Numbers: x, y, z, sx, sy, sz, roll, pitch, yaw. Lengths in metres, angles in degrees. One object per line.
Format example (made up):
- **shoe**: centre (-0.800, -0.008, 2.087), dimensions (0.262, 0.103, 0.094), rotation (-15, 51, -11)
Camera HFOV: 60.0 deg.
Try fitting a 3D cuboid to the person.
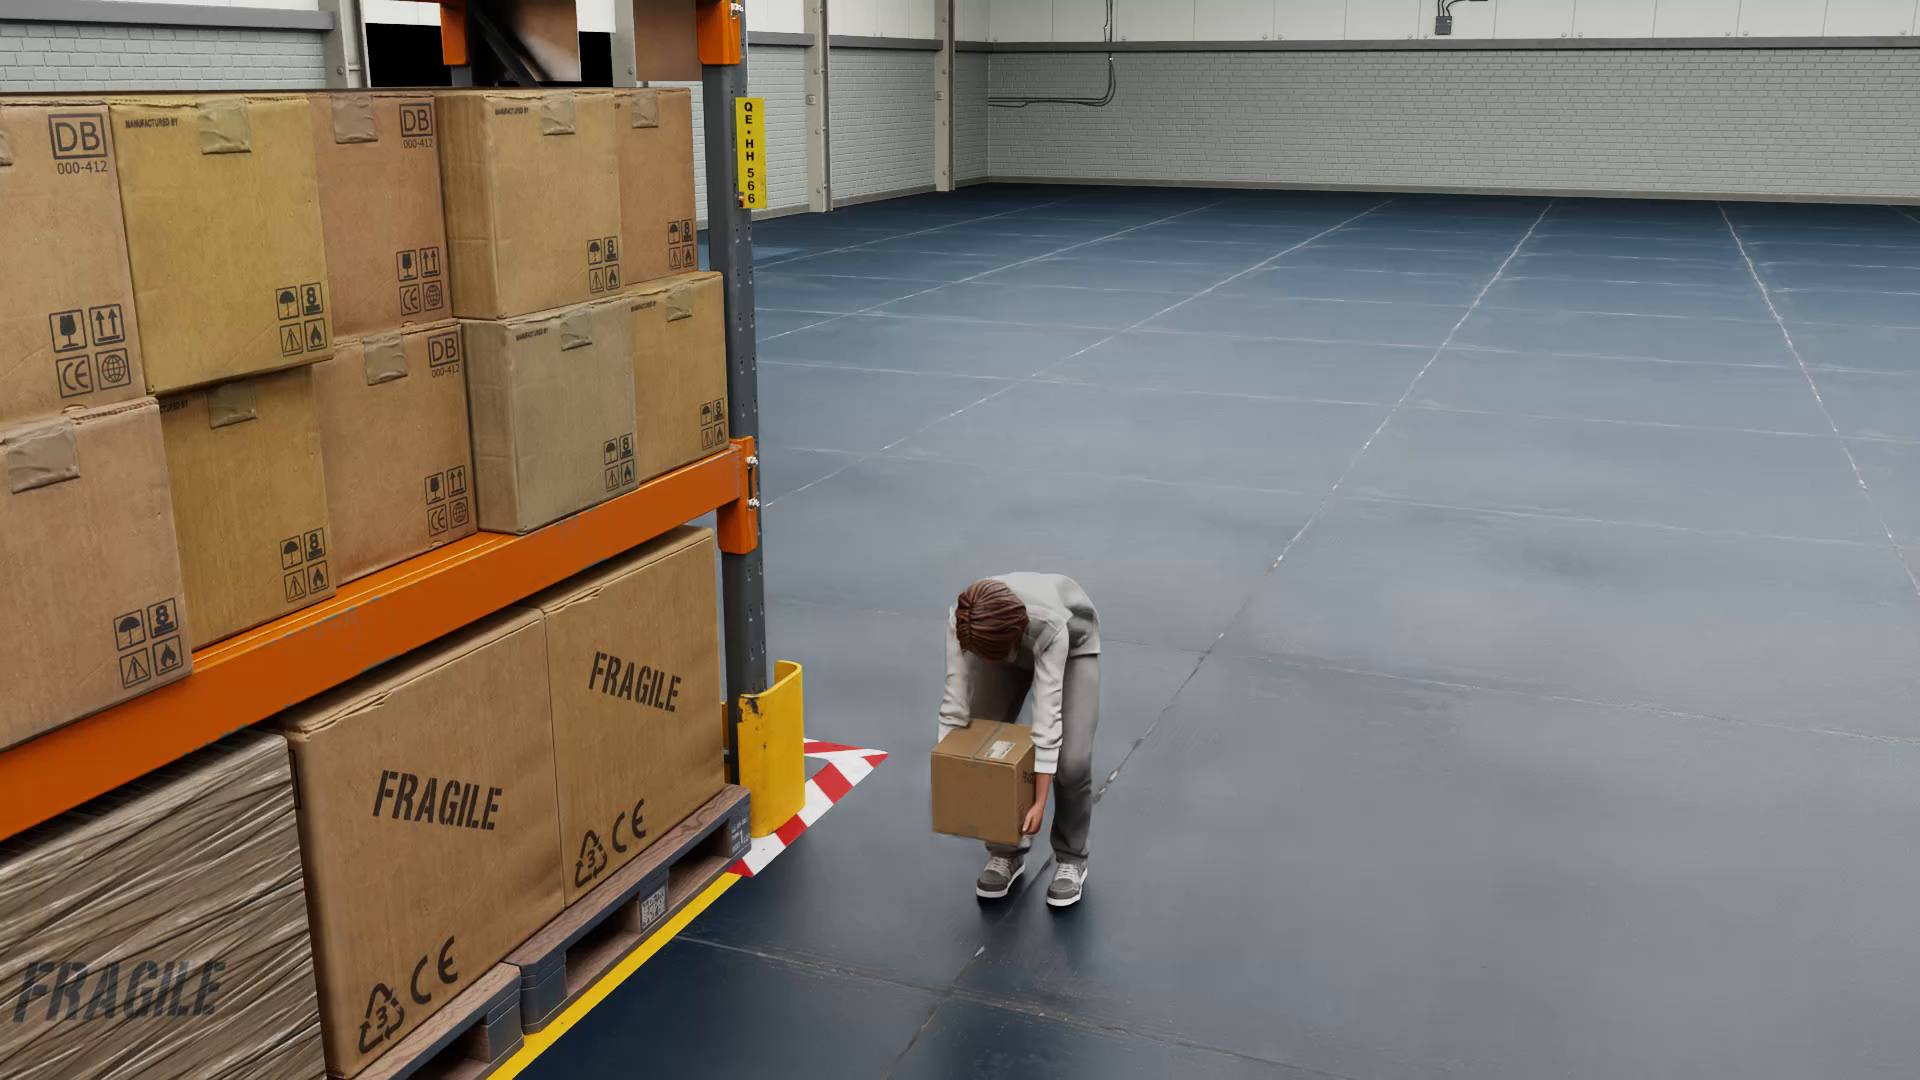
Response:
- **person**: centre (0.172, 0.580, 4.869), dimensions (0.399, 1.118, 0.841), rotation (5, 17, 19)
